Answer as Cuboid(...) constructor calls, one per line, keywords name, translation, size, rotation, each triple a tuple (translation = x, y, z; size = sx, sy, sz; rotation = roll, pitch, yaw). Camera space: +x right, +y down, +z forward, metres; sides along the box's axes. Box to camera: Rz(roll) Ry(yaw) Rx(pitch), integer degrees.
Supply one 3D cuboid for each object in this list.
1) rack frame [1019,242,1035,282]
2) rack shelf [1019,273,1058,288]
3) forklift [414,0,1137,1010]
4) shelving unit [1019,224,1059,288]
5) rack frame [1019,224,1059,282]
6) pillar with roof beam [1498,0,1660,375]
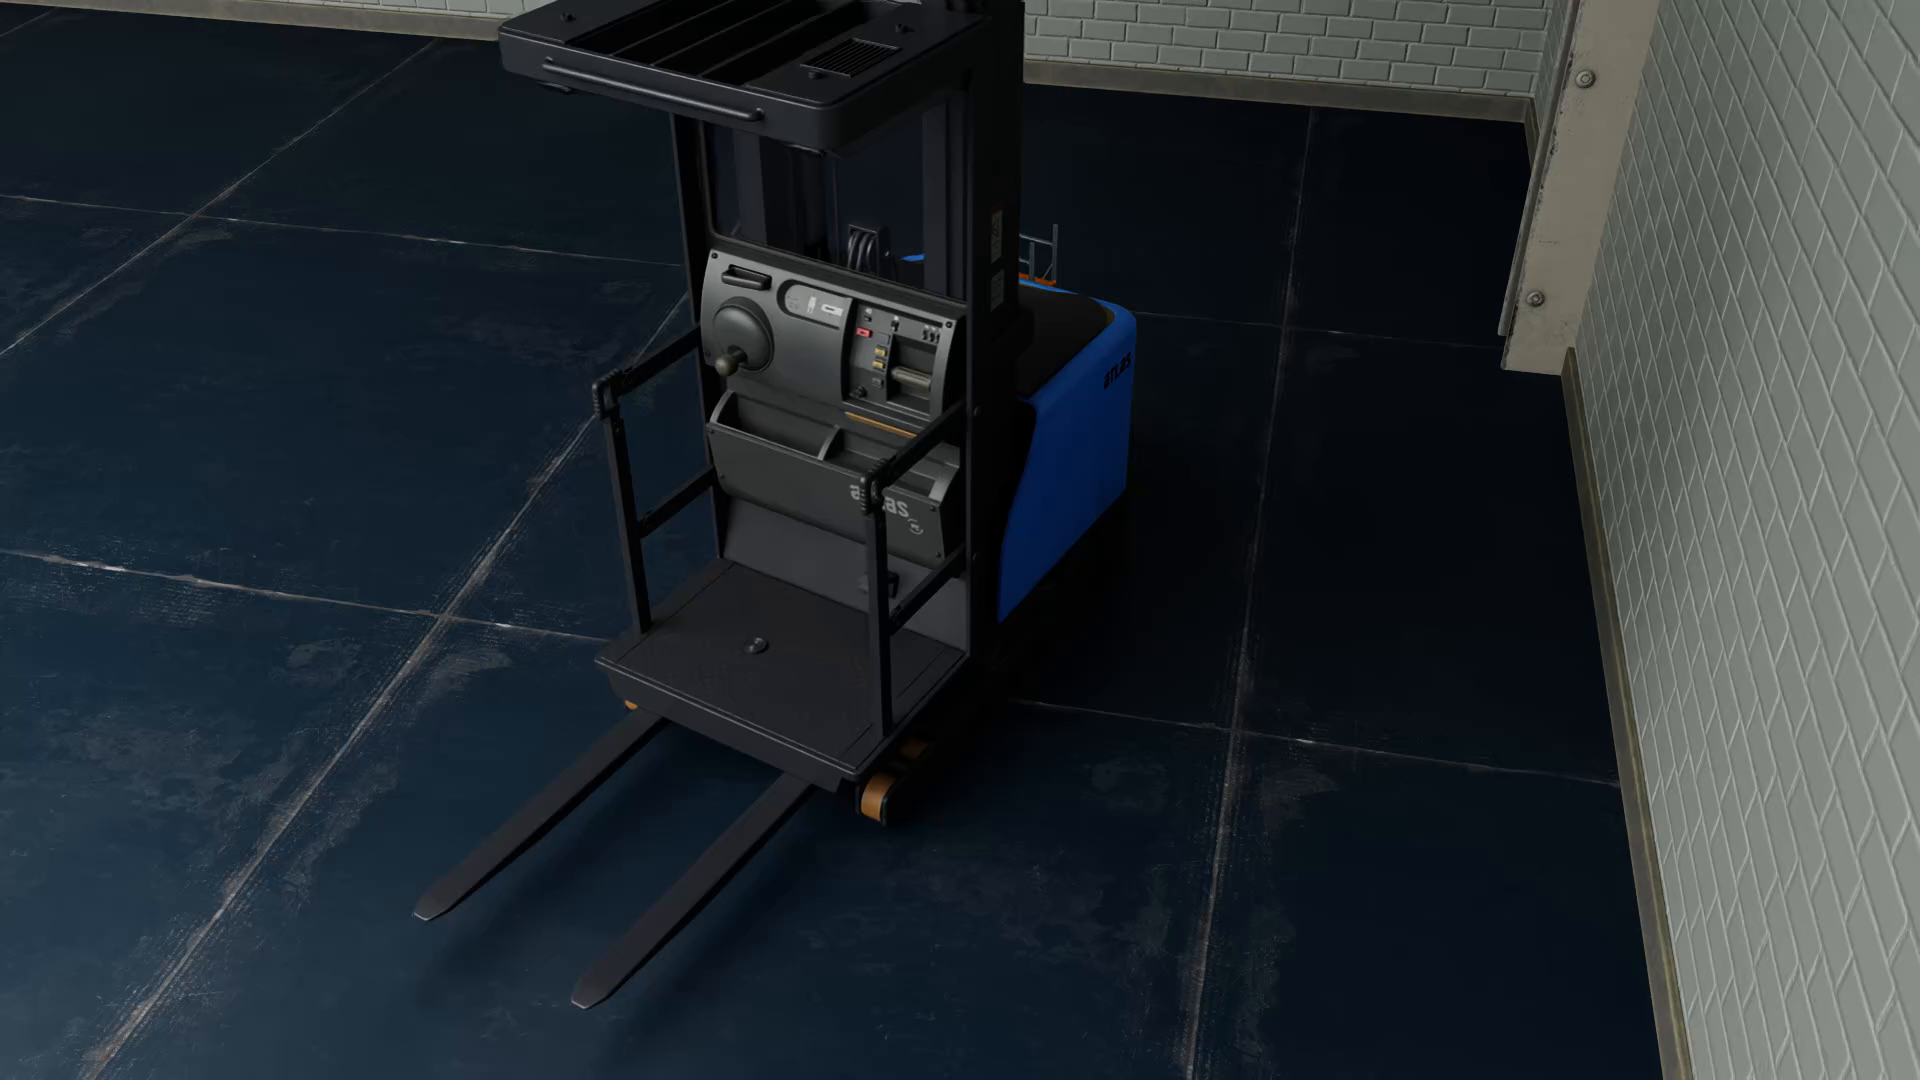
Cuboid(name="rack frame", translation=(0.179, -0.664, 6.644), size=(0.240, 1.200, 0.006), rotation=(20, 40, 25))
Cuboid(name="rack shelf", translation=(0.227, -0.965, 6.522), size=(0.258, 0.103, 0.180), rotation=(20, 40, 25))
Cuboid(name="forklift", translation=(-0.530, -0.572, 5.042), size=(1.130, 2.935, 3.031), rotation=(20, 40, 25))
Cuboid(name="shelving unit", translation=(0.227, -0.710, 6.707), size=(0.258, 1.200, 0.189), rotation=(20, 40, 25))
Cuboid(name="rack frame", translation=(0.274, -0.756, 6.770), size=(0.240, 1.200, 0.006), rotation=(20, 40, 25))
Cuboid(name="pillar with roof beam", translation=(-1.452, -5.086, 6.099), size=(9.100, 9.000, 0.400), rotation=(7, 37, 10))
